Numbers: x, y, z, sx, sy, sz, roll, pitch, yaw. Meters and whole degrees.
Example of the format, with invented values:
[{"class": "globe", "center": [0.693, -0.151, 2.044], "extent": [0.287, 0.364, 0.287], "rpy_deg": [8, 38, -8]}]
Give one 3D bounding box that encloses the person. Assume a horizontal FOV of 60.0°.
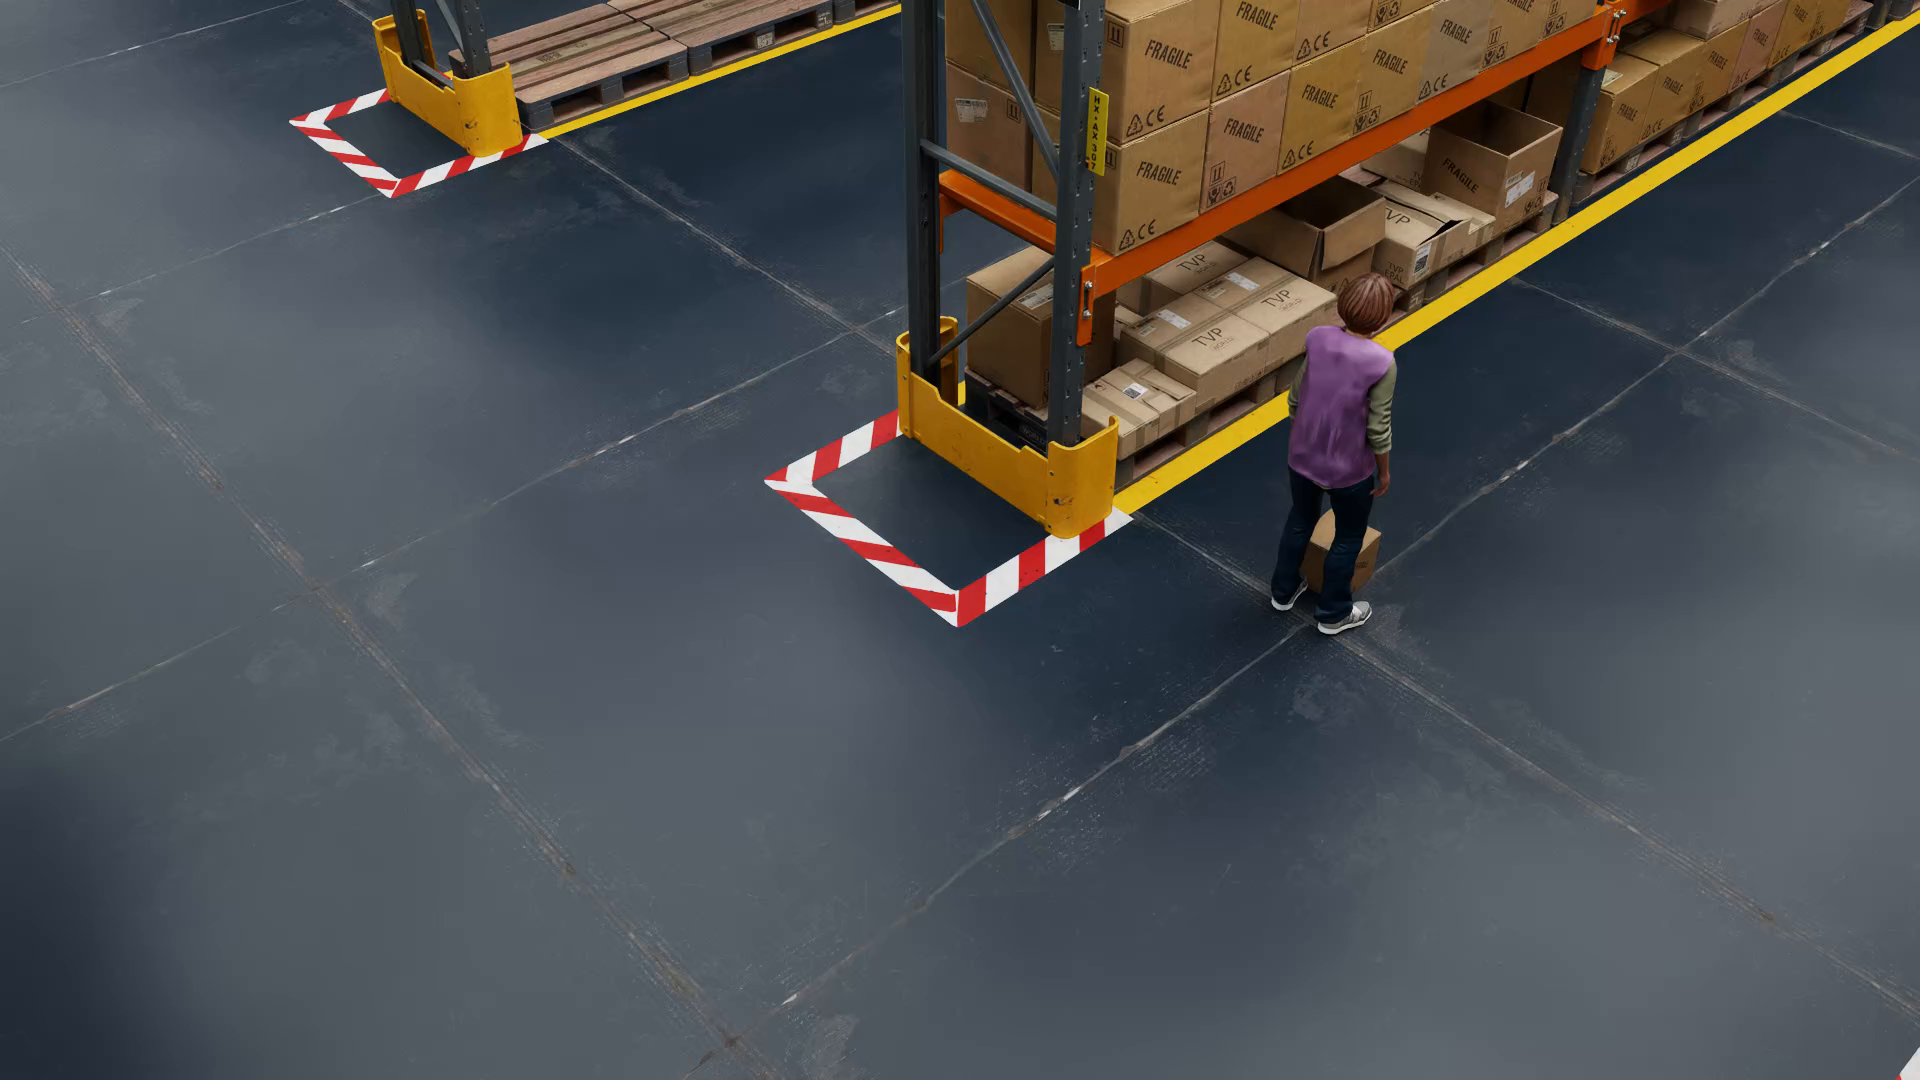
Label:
[{"class": "person", "center": [1.471, -0.316, 6.537], "extent": [0.463, 1.593, 0.343], "rpy_deg": [32, 50, 32]}]
